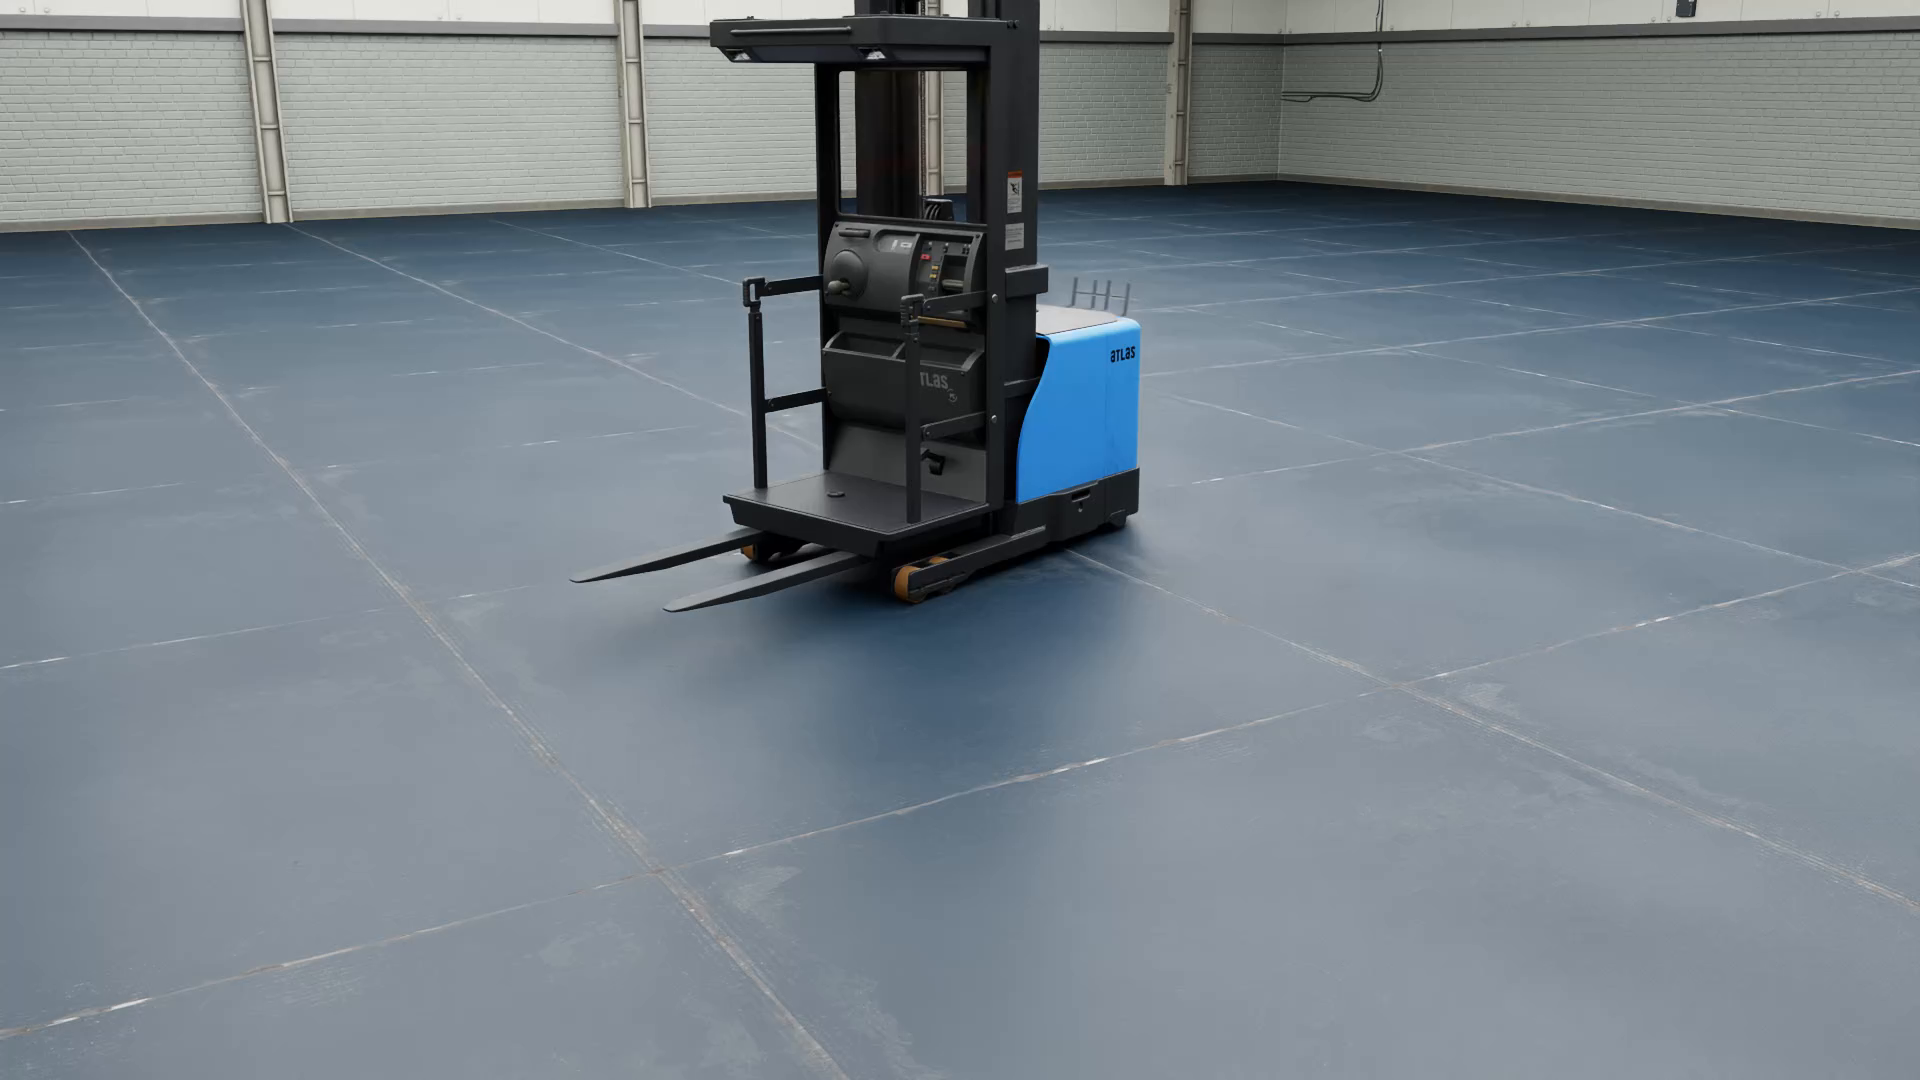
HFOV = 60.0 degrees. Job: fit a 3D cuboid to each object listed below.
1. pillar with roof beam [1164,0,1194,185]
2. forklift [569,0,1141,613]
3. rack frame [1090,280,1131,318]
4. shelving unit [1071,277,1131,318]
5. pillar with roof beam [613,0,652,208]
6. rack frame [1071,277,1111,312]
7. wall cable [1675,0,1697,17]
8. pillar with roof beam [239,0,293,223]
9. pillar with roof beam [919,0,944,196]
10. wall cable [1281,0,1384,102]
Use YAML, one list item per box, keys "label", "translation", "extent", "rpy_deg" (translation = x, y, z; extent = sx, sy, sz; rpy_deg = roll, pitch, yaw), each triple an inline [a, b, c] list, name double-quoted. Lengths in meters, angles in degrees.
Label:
- label: "pillar with roof beam"
  translation: [6.799, -10.901, 30.627]
  extent: [0.400, 9.000, 9.100]
  rpy_deg: [-9, 18, -30]
- label: "forklift"
  translation: [-0.408, -1.283, 7.557]
  extent: [1.130, 2.935, 3.031]
  rpy_deg: [13, 20, 39]
- label: "rack frame"
  translation: [0.759, -0.816, 9.128]
  extent: [0.240, 1.200, 0.006]
  rpy_deg: [13, 10, 39]
- label: "shelving unit"
  translation: [0.700, -0.813, 9.058]
  extent: [0.258, 1.200, 0.189]
  rpy_deg: [13, 10, 39]
- label: "pillar with roof beam"
  translation: [-3.487, -9.233, 24.676]
  extent: [0.400, 9.000, 9.100]
  rpy_deg: [-9, 18, -30]
- label: "rack frame"
  translation: [0.642, -0.810, 8.988]
  extent: [0.240, 1.200, 0.006]
  rpy_deg: [13, 10, 39]
- label: "wall cable"
  translation: [12.664, -11.440, 26.247]
  extent: [0.169, 6.003, 2.305]
  rpy_deg: [-9, 18, -30]
- label: "pillar with roof beam"
  translation: [-8.630, -8.399, 21.701]
  extent: [0.400, 9.000, 9.100]
  rpy_deg: [-9, 18, -30]
- label: "pillar with roof beam"
  translation: [1.656, -10.067, 27.651]
  extent: [0.400, 9.000, 9.100]
  rpy_deg: [-9, 18, -30]
- label: "wall cable"
  translation: [7.789, -10.506, 34.969]
  extent: [0.112, 2.526, 3.097]
  rpy_deg: [-9, 18, -30]
